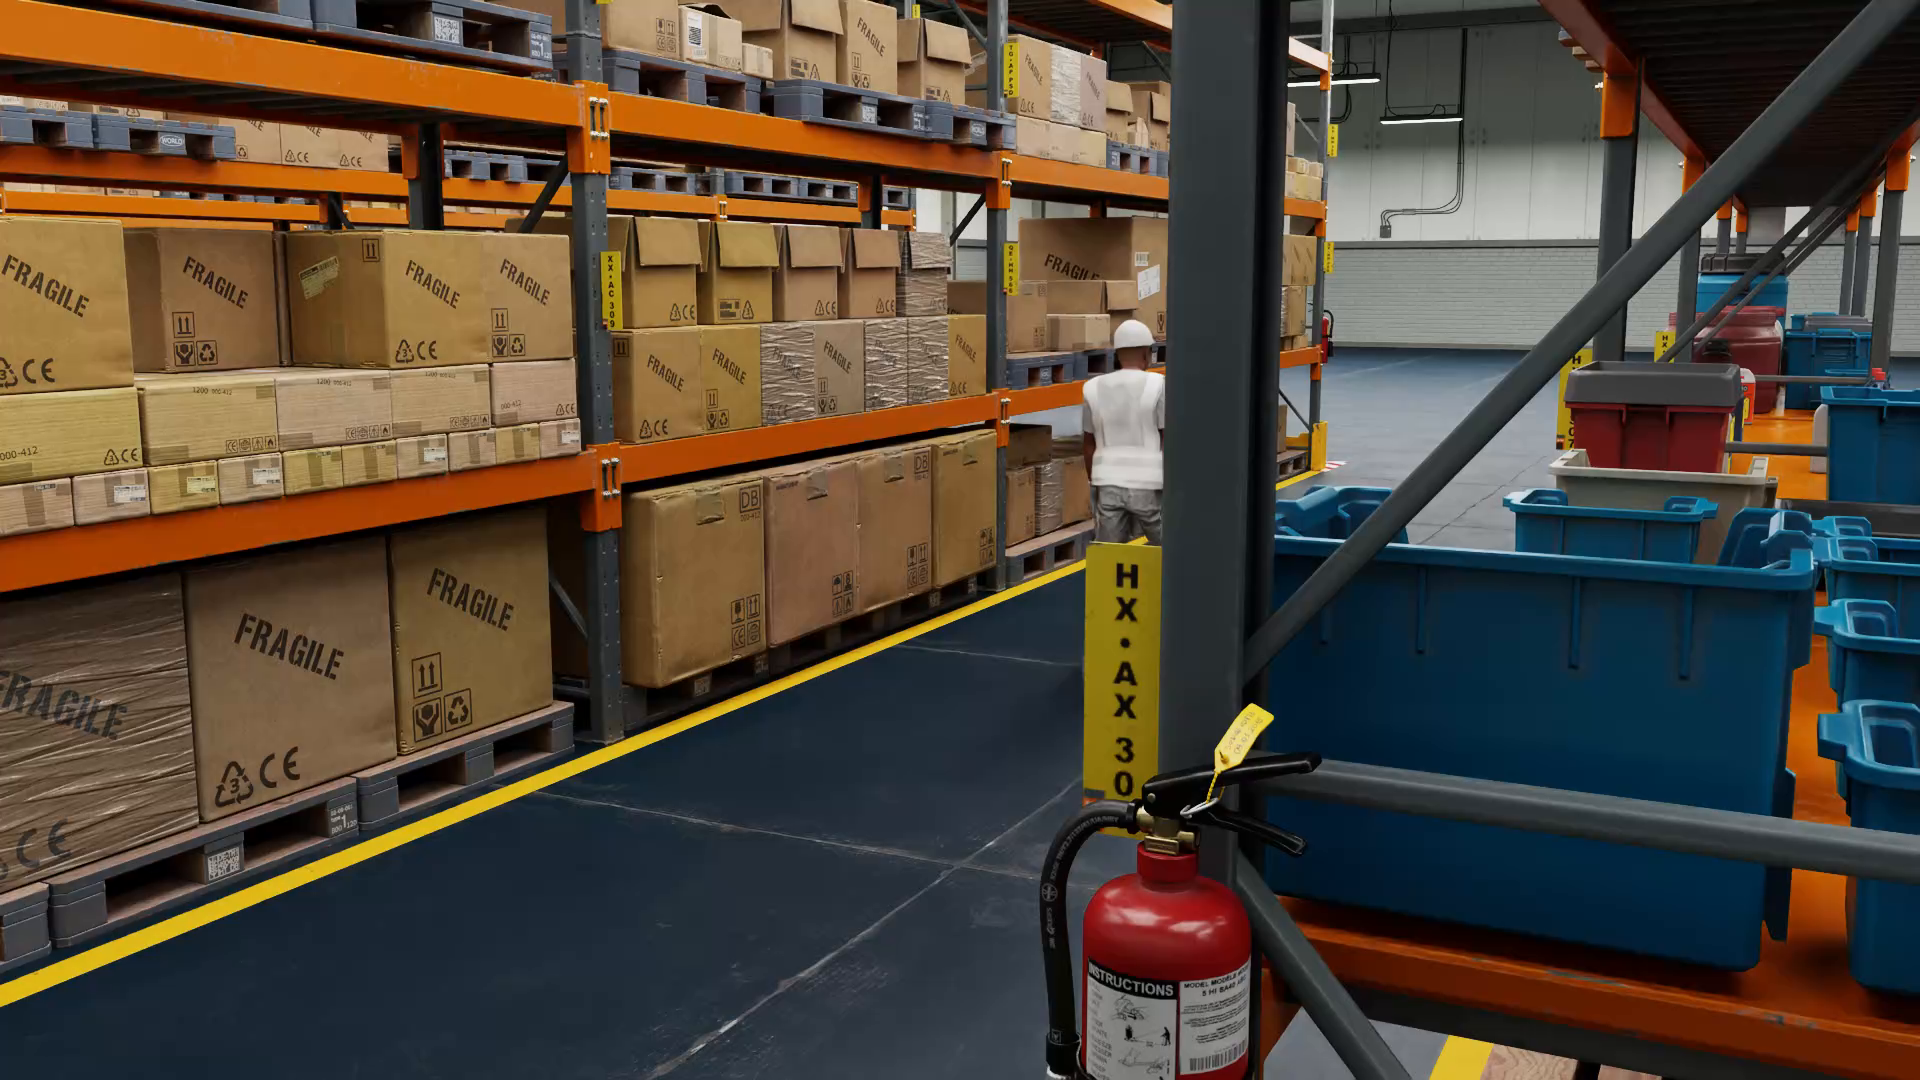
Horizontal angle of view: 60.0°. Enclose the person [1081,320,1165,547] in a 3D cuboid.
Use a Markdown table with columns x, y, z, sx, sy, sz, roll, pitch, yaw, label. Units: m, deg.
| x | y | z | sx | sy | sz | roll | pitch | yaw | label |
| --- | --- | --- | --- | --- | --- | --- | --- | --- | --- |
| 0.906 | -0.257 | 8.804 | 0.578 | 1.794 | 0.483 | 4 | 10 | 23 | person |
